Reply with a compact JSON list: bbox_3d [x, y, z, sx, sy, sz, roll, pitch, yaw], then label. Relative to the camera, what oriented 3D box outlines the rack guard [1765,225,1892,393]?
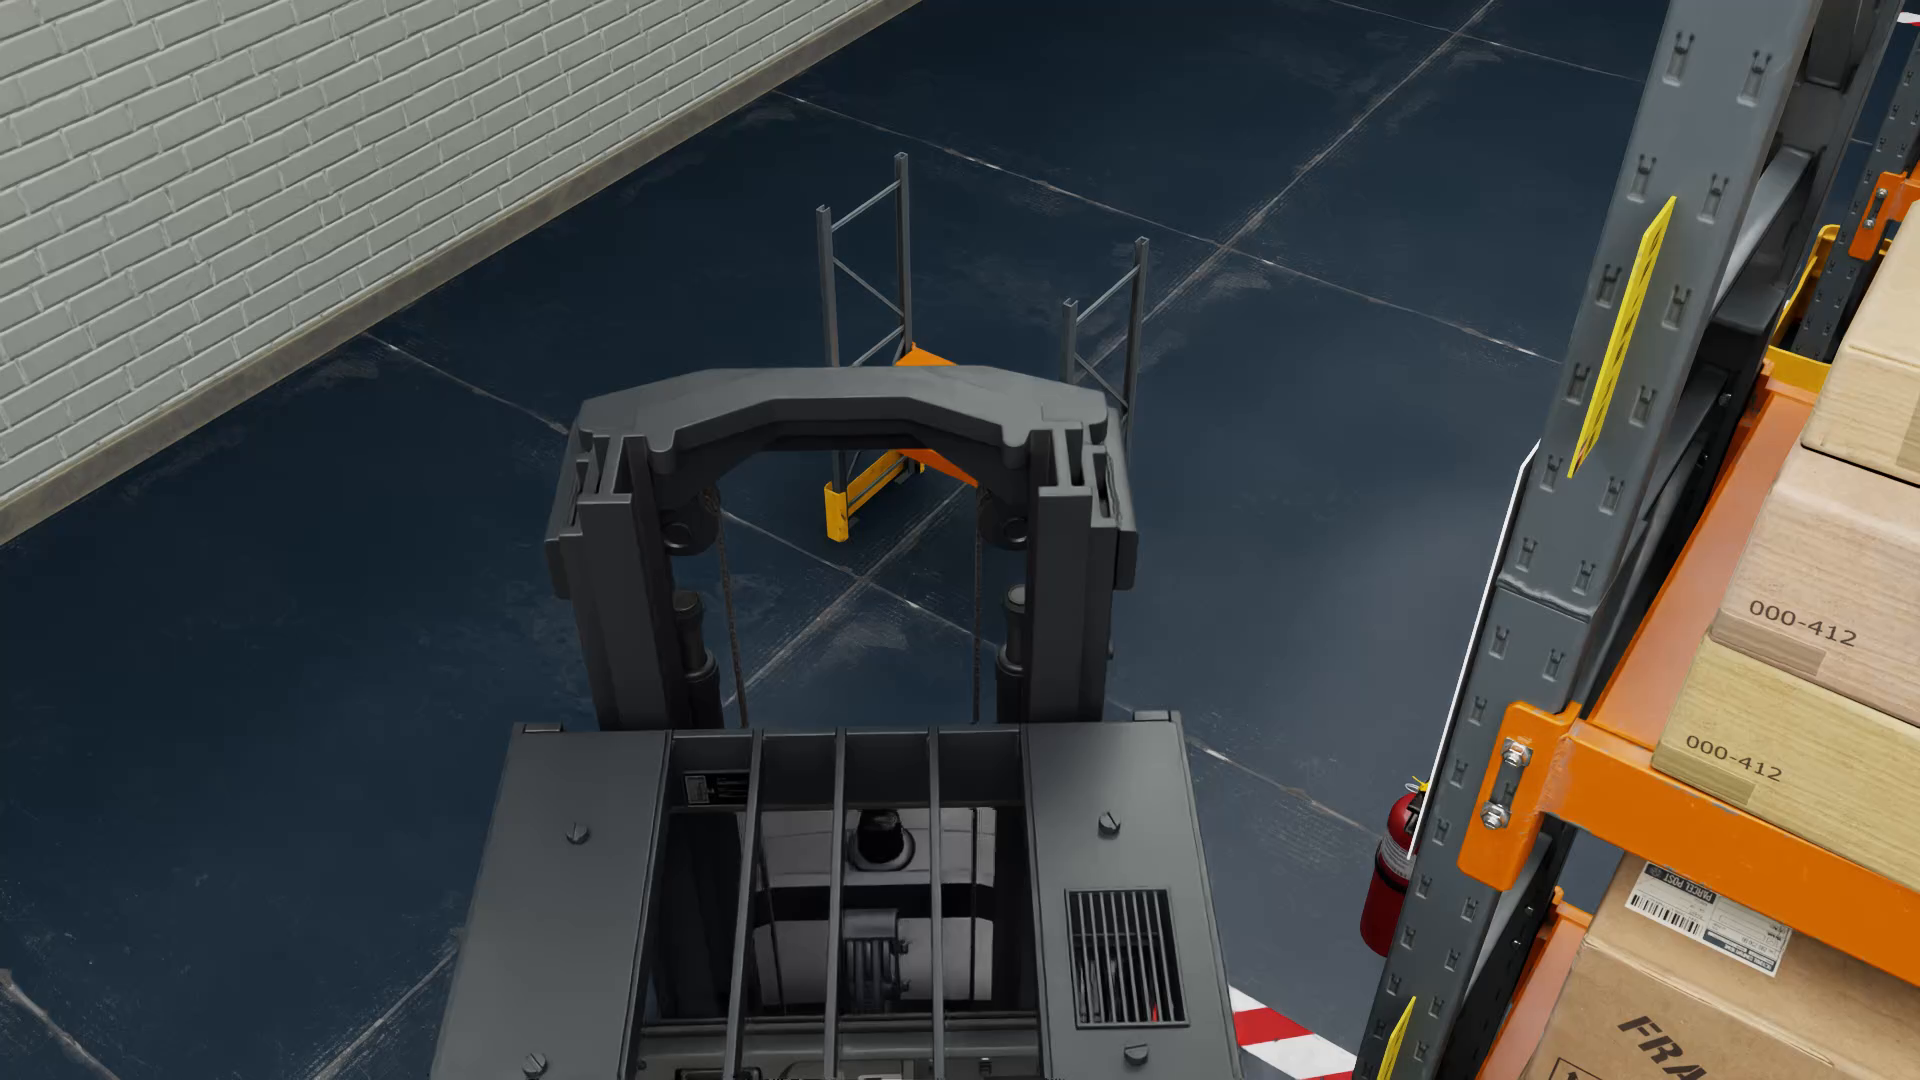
[{"bbox_3d":[3.782,-0.890,7.370,0.348,0.500,1.175,25,48,25],"label":"rack guard"}]

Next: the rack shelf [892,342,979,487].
[{"bbox_3d":[0.070,-0.392,6.333,1.000,0.185,0.538,25,48,25],"label":"rack shelf"}]

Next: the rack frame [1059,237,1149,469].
[{"bbox_3d":[0.486,-0.332,5.996,0.032,1.500,0.500,25,48,25],"label":"rack frame"}]

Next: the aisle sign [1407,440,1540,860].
[{"bbox_3d":[0.810,0.096,2.444,0.004,0.787,0.394,25,48,25],"label":"aisle sign"}]

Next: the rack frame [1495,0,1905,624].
[{"bbox_3d":[1.042,-1.307,1.462,0.127,3.000,1.000,25,48,25],"label":"rack frame"}]

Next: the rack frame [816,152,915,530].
[{"bbox_3d":[-0.346,-0.721,6.431,0.032,1.500,0.500,25,48,25],"label":"rack frame"}]

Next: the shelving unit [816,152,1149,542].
[{"bbox_3d":[0.062,-0.530,6.217,1.083,1.500,0.587,25,48,25],"label":"shelving unit"}]

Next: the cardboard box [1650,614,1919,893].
[{"bbox_3d":[1.263,0.178,2.164,0.500,0.250,0.500,27,48,27],"label":"cardboard box"}]

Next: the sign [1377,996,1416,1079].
[{"bbox_3d":[0.730,0.903,2.843,0.005,0.325,0.100,25,48,25],"label":"sign"}]

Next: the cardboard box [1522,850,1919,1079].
[{"bbox_3d":[1.257,0.725,2.642,0.500,0.500,0.500,25,47,25],"label":"cardboard box"}]

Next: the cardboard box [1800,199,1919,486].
[{"bbox_3d":[1.176,-0.220,1.935,0.250,0.149,0.380,25,47,25],"label":"cardboard box"}]

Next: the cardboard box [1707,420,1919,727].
[{"bbox_3d":[1.260,-0.006,1.995,0.500,0.250,0.500,26,48,26],"label":"cardboard box"}]

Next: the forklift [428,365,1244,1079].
[{"bbox_3d":[-0.173,1.254,3.150,1.130,2.935,3.031,-1,42,-1],"label":"forklift"}]

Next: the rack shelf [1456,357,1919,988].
[{"bbox_3d":[2.679,0.845,1.846,4.000,0.370,1.077,25,48,25],"label":"rack shelf"}]

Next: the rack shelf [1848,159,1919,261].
[{"bbox_3d":[5.439,-0.778,5.910,4.000,0.370,1.077,25,48,25],"label":"rack shelf"}]

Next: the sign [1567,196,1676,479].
[{"bbox_3d":[0.730,-0.218,1.840,0.005,0.325,0.100,25,48,25],"label":"sign"}]

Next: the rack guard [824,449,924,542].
[{"bbox_3d":[-0.345,-0.255,6.847,0.087,0.250,0.587,25,48,25],"label":"rack guard"}]

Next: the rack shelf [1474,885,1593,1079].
[{"bbox_3d":[2.679,1.963,2.847,4.000,0.370,1.077,25,48,25],"label":"rack shelf"}]

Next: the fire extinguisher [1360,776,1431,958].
[{"bbox_3d":[1.101,0.748,4.002,0.183,0.674,0.296,25,48,25],"label":"fire extinguisher"}]

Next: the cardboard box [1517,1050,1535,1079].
[{"bbox_3d":[1.251,1.103,2.969,0.500,0.500,0.500,27,49,27],"label":"cardboard box"}]

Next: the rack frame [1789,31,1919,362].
[{"bbox_3d":[3.801,-1.812,6.526,0.127,3.000,1.000,25,48,25],"label":"rack frame"}]

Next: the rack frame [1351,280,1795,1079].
[{"bbox_3d":[1.042,0.929,3.462,0.127,3.000,1.000,25,48,25],"label":"rack frame"}]
